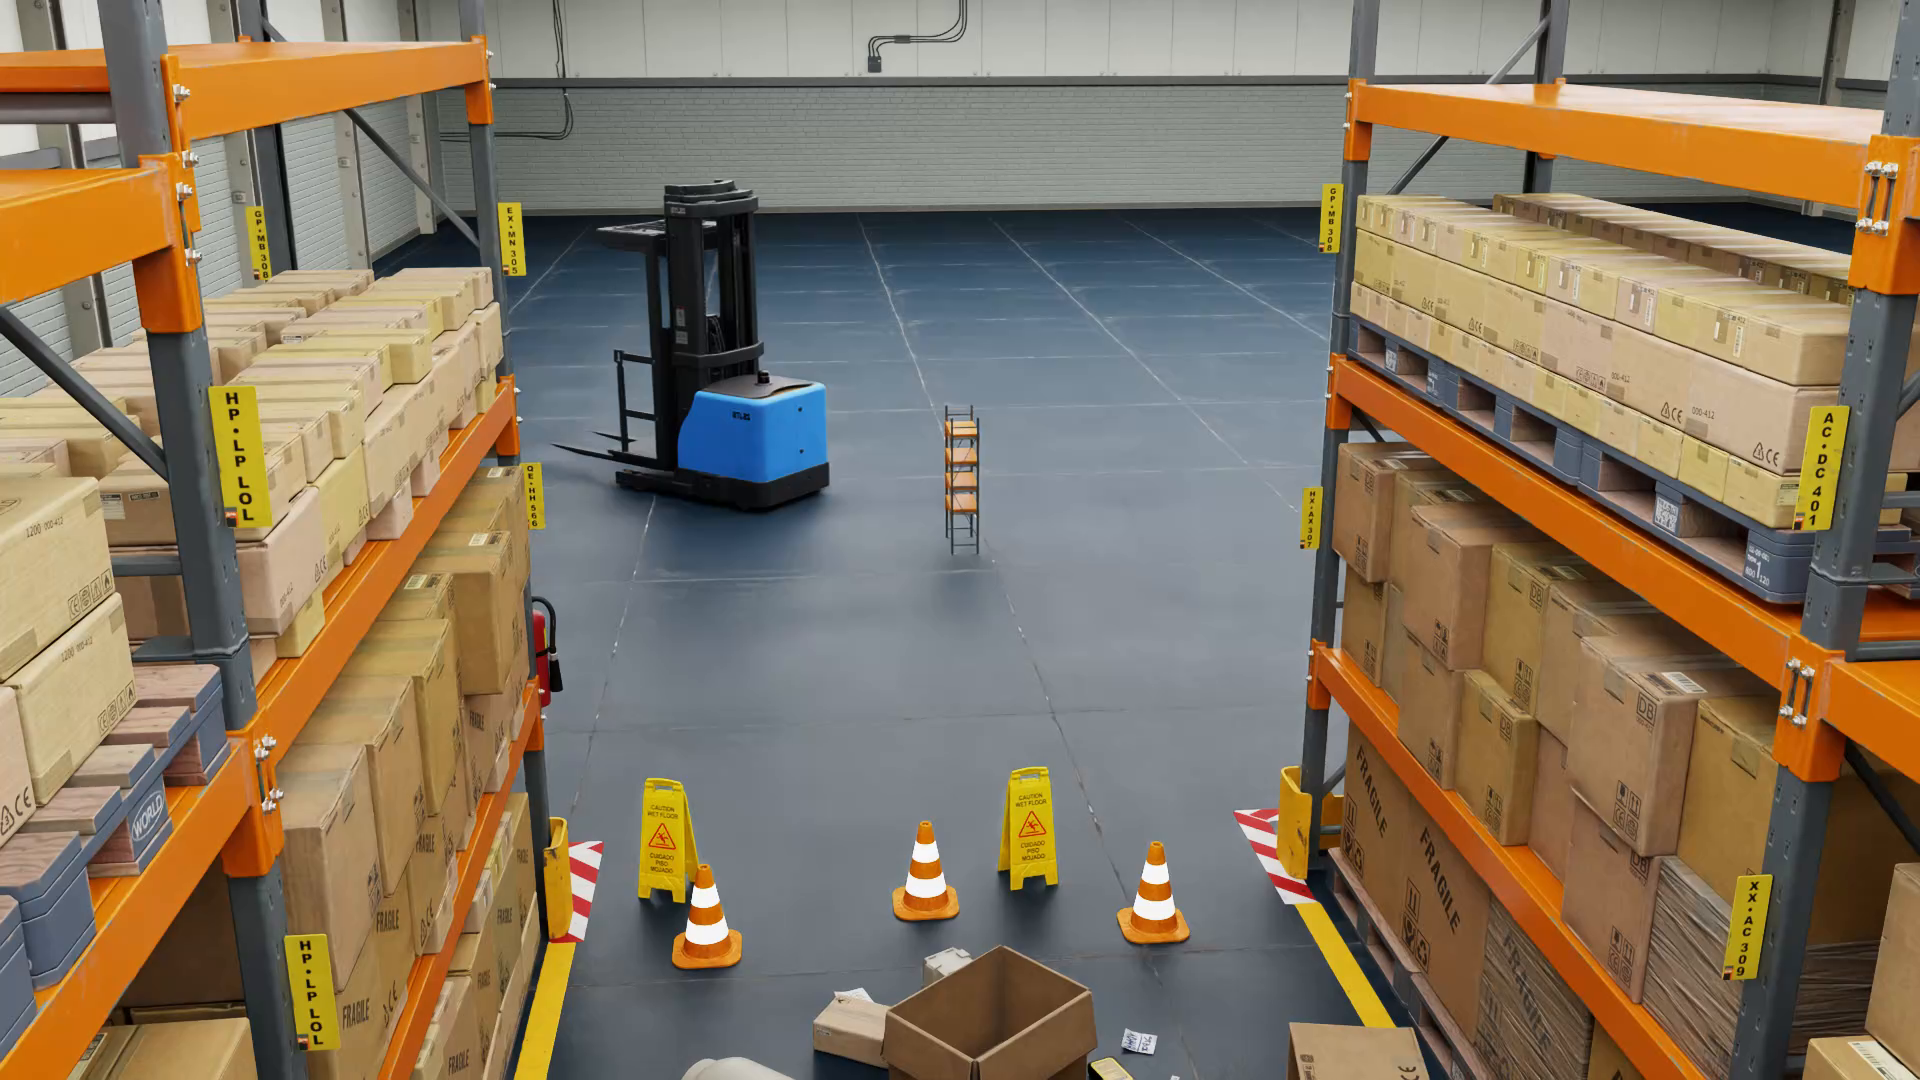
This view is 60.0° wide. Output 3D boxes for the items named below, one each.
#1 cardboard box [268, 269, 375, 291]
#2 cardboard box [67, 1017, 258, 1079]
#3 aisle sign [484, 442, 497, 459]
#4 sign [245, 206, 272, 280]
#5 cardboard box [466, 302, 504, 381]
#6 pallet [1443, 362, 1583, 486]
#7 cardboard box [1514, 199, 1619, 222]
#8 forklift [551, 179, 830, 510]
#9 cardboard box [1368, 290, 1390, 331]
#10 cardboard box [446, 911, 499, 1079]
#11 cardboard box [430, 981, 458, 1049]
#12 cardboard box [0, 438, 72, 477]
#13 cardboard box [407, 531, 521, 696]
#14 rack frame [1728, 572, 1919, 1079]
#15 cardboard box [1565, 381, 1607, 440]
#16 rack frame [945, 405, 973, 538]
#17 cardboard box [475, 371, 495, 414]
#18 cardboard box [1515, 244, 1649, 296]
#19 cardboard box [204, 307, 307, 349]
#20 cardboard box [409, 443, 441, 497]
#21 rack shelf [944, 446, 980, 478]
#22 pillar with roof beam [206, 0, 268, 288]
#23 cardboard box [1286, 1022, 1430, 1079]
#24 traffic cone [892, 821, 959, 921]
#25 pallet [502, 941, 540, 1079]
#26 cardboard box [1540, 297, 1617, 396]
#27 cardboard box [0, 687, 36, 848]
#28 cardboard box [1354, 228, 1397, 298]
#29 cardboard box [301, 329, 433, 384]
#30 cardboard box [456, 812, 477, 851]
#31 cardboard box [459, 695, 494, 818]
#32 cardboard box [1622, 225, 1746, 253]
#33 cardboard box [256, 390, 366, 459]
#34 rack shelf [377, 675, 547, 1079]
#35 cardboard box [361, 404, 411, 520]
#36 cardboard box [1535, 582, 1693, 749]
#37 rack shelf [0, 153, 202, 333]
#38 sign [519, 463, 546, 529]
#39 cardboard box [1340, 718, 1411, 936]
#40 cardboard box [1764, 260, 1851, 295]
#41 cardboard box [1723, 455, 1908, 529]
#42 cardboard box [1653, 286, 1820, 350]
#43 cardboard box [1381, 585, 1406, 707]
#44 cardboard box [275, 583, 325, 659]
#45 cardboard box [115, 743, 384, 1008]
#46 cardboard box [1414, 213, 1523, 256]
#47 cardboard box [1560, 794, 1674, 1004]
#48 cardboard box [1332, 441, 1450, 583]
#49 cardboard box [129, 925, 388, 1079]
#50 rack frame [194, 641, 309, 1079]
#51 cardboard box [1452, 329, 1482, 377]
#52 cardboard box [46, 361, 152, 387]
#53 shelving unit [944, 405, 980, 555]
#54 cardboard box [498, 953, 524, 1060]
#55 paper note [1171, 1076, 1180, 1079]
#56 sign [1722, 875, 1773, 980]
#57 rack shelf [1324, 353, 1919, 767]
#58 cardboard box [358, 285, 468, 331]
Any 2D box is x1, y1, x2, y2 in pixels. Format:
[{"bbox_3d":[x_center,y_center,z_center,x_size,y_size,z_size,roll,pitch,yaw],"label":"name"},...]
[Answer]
[{"bbox_3d":[-2.743,-1.072,7.164,0.380,0.149,0.250,-2,18,-6],"label":"cardboard box"},{"bbox_3d":[-1.888,1.440,3.719,0.500,0.500,0.500,-2,18,-7],"label":"cardboard box"},{"bbox_3d":[-2.294,-0.760,7.751,0.394,0.787,0.004,-2,18,-6],"label":"aisle sign"},{"bbox_3d":[-3.116,-1.324,7.419,0.100,0.325,0.005,-2,18,-6],"label":"sign"},{"bbox_3d":[-2.256,-0.850,7.122,0.500,0.250,0.500,-2,18,-6],"label":"cardboard box"},{"bbox_3d":[2.553,-0.479,6.336,1.003,0.211,1.213,-2,18,-6],"label":"pallet"},{"bbox_3d":[2.733,-1.451,7.503,0.380,0.149,0.250,-2,18,-5],"label":"cardboard box"},{"bbox_3d":[-2.770,-2.000,16.155,3.031,2.935,1.130,12,21,33],"label":"forklift"},{"bbox_3d":[2.080,-1.047,7.548,0.380,0.149,0.250,-2,18,-5],"label":"cardboard box"},{"bbox_3d":[-2.132,1.798,6.580,0.500,0.500,0.500,-2,18,-7],"label":"cardboard box"},{"bbox_3d":[-1.995,1.687,5.850,0.380,0.149,0.250,-1,17,-2],"label":"cardboard box"},{"bbox_3d":[-2.517,-0.155,4.244,0.380,0.149,0.250,-2,18,-7],"label":"cardboard box"},{"bbox_3d":[-2.107,0.286,6.425,0.700,0.500,0.500,-2,18,-6],"label":"cardboard box"},{"bbox_3d":[2.749,1.516,4.840,1.000,3.000,0.127,-2,18,-6],"label":"rack frame"},{"bbox_3d":[2.289,-0.444,5.628,0.380,0.149,0.250,-2,17,-5],"label":"cardboard box"},{"bbox_3d":[-0.008,-0.596,14.572,0.240,1.200,0.015,-2,18,-6],"label":"rack frame"},{"bbox_3d":[-2.203,-0.633,7.097,0.380,0.149,0.250,-2,18,-5],"label":"cardboard box"},{"bbox_3d":[2.238,-0.975,5.988,0.380,0.149,0.250,-2,17,-5],"label":"cardboard box"},{"bbox_3d":[-2.664,-0.773,6.212,0.380,0.149,0.250,-2,18,-6],"label":"cardboard box"},{"bbox_3d":[-2.059,-0.250,5.877,0.380,0.149,0.250,-2,18,-6],"label":"cardboard box"},{"bbox_3d":[0.017,-0.672,14.293,0.258,0.148,0.480,-2,18,-6],"label":"rack shelf"},{"bbox_3d":[-5.912,-7.461,23.418,9.100,9.000,0.400,-2,18,-6],"label":"pillar with roof beam"},{"bbox_3d":[1.569,2.277,6.586,0.500,0.500,0.500,1,17,4],"label":"cardboard box"},{"bbox_3d":[-0.180,1.670,8.584,0.336,0.463,0.334,-2,18,-6],"label":"traffic cone"},{"bbox_3d":[-2.520,2.104,7.624,1.003,0.211,1.213,-2,18,-6],"label":"pallet"},{"bbox_3d":[2.342,-0.672,5.687,0.500,0.250,0.500,-2,18,-6],"label":"cardboard box"},{"bbox_3d":[-1.912,0.460,2.746,0.500,0.250,0.500,-2,17,-5],"label":"cardboard box"},{"bbox_3d":[2.131,-1.273,7.603,0.500,0.250,0.500,-2,18,-6],"label":"cardboard box"},{"bbox_3d":[-2.056,-0.637,5.778,0.380,0.149,0.250,-1,17,-4],"label":"cardboard box"},{"bbox_3d":[-2.123,1.111,6.550,0.380,0.149,0.250,-2,18,-6],"label":"cardboard box"},{"bbox_3d":[-2.151,0.770,6.555,0.500,0.500,0.500,-2,18,-6],"label":"cardboard box"},{"bbox_3d":[2.840,-1.147,6.534,0.380,0.149,0.250,-2,18,-6],"label":"cardboard box"},{"bbox_3d":[-1.946,-0.331,4.804,0.380,0.149,0.250,-2,18,-6],"label":"cardboard box"},{"bbox_3d":[-2.370,1.447,6.263,1.077,0.370,4.000,-2,18,-6],"label":"rack shelf"},{"bbox_3d":[-2.038,-0.245,5.195,0.500,0.250,0.500,-2,18,-5],"label":"cardboard box"},{"bbox_3d":[2.654,0.493,6.046,0.875,0.550,0.550,-2,18,-6],"label":"cardboard box"},{"bbox_3d":[-1.958,-0.033,1.628,1.077,0.370,4.000,-2,18,-6],"label":"rack shelf"},{"bbox_3d":[-2.022,-0.207,7.868,0.100,0.325,0.005,-2,18,-6],"label":"sign"},{"bbox_3d":[2.473,1.338,8.254,0.875,0.875,0.875,-2,18,-5],"label":"cardboard box"},{"bbox_3d":[2.943,-0.846,5.577,0.380,0.149,0.250,-2,17,-5],"label":"cardboard box"},{"bbox_3d":[2.394,-0.142,4.665,0.380,0.149,0.250,-2,18,-6],"label":"cardboard box"},{"bbox_3d":[2.343,-0.673,5.025,0.380,0.149,0.250,-2,18,-6],"label":"cardboard box"},{"bbox_3d":[2.499,0.525,7.746,0.875,0.550,0.550,-2,18,-6],"label":"cardboard box"},{"bbox_3d":[-1.921,0.208,4.419,0.380,0.149,0.250,-2,18,-6],"label":"cardboard box"},{"bbox_3d":[-1.994,0.895,4.486,0.700,0.500,0.500,-2,18,-6],"label":"cardboard box"},{"bbox_3d":[2.132,-1.280,6.958,0.380,0.149,0.250,-2,17,-5],"label":"cardboard box"},{"bbox_3d":[2.620,1.172,5.686,0.875,0.550,0.550,-2,18,-6],"label":"cardboard box"},{"bbox_3d":[2.337,-0.151,8.096,0.875,0.550,0.550,-2,18,-6],"label":"cardboard box"},{"bbox_3d":[-1.932,1.370,4.642,0.500,0.500,0.500,-2,18,-6],"label":"cardboard box"},{"bbox_3d":[-2.164,1.699,4.257,1.000,3.000,0.127,-2,18,-6],"label":"rack frame"},{"bbox_3d":[2.183,-0.747,6.592,0.380,0.149,0.250,-2,18,-6],"label":"cardboard box"},{"bbox_3d":[-2.614,-0.465,5.230,0.380,0.149,0.250,-2,17,-5],"label":"cardboard box"},{"bbox_3d":[0.017,-0.523,14.340,0.258,1.200,0.503,-2,18,-6],"label":"shelving unit"},{"bbox_3d":[-2.180,2.006,7.169,0.500,0.250,0.500,-2,18,-5],"label":"cardboard box"},{"bbox_3d":[0.915,2.349,7.177,0.032,0.001,0.123,8,19,23],"label":"paper note"},{"bbox_3d":[2.198,1.083,4.642,0.100,0.325,0.005,-2,18,-6],"label":"sign"},{"bbox_3d":[2.543,-0.168,6.396,1.077,0.370,4.000,-2,18,-6],"label":"rack shelf"},{"bbox_3d":[-2.215,-0.939,6.741,0.380,0.149,0.250,-2,18,-6],"label":"cardboard box"}]
